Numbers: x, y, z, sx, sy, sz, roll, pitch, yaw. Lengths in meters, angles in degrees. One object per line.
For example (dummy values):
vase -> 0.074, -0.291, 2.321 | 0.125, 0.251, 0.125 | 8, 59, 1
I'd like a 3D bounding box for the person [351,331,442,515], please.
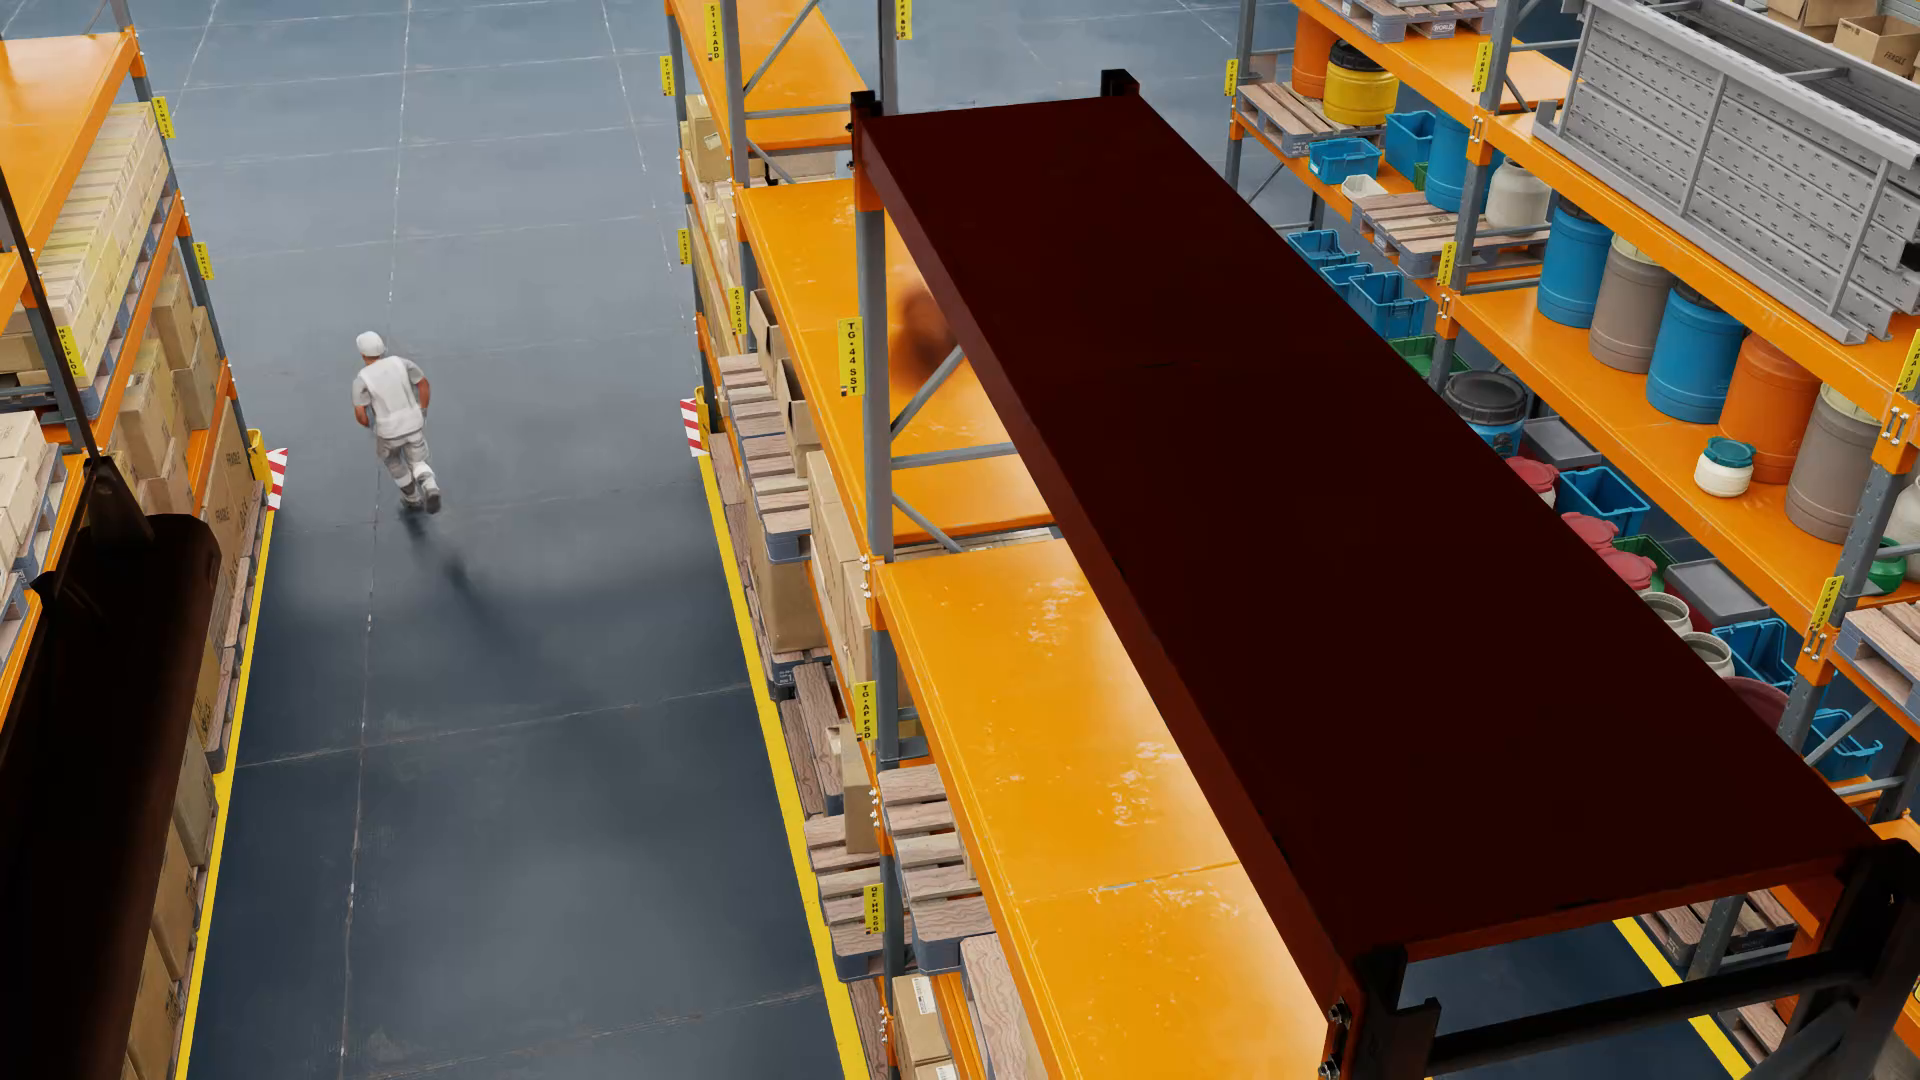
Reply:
person -> -4.669, -0.888, 13.882 | 0.662, 1.759, 0.895 | -23, 41, -30
